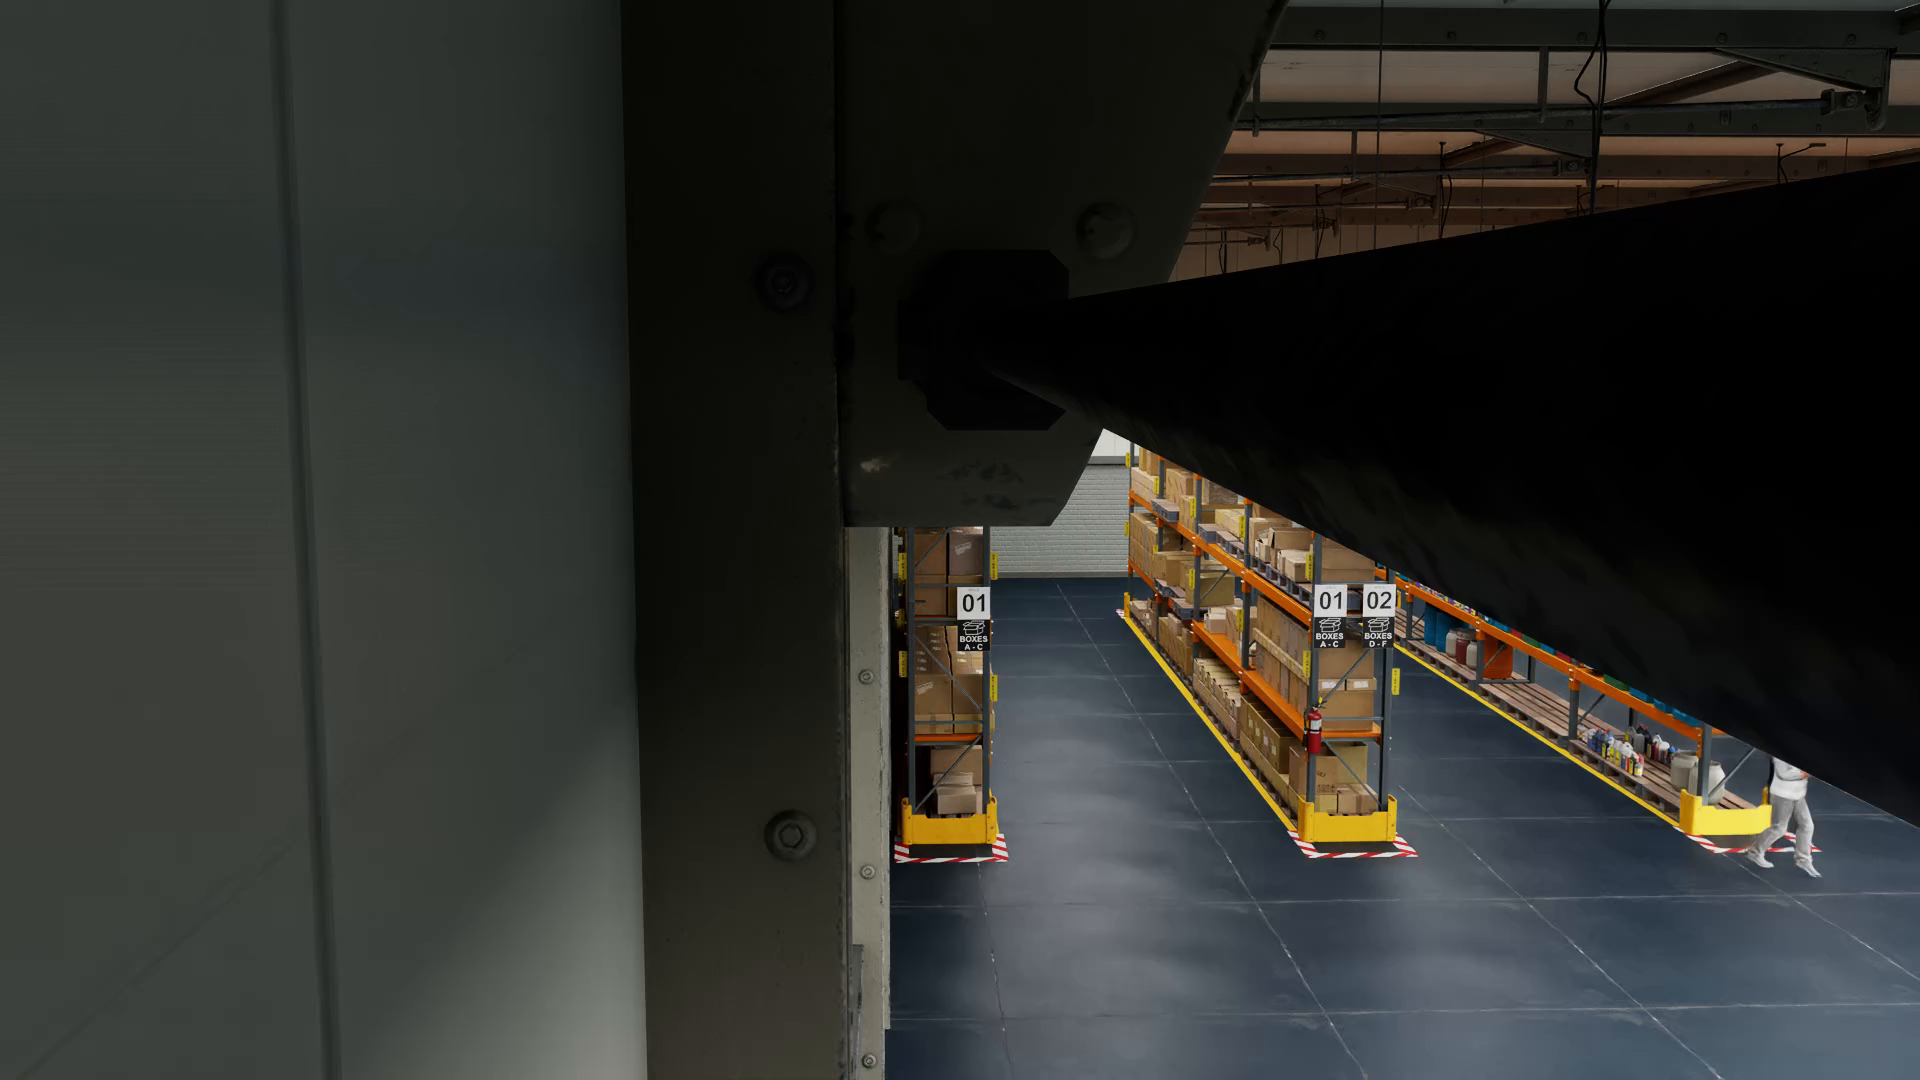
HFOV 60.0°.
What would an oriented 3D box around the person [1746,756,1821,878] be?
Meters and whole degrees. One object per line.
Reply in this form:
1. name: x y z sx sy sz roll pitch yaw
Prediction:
1. person: 9.575 2.992 19.251 0.751 1.835 0.656 7 10 42
